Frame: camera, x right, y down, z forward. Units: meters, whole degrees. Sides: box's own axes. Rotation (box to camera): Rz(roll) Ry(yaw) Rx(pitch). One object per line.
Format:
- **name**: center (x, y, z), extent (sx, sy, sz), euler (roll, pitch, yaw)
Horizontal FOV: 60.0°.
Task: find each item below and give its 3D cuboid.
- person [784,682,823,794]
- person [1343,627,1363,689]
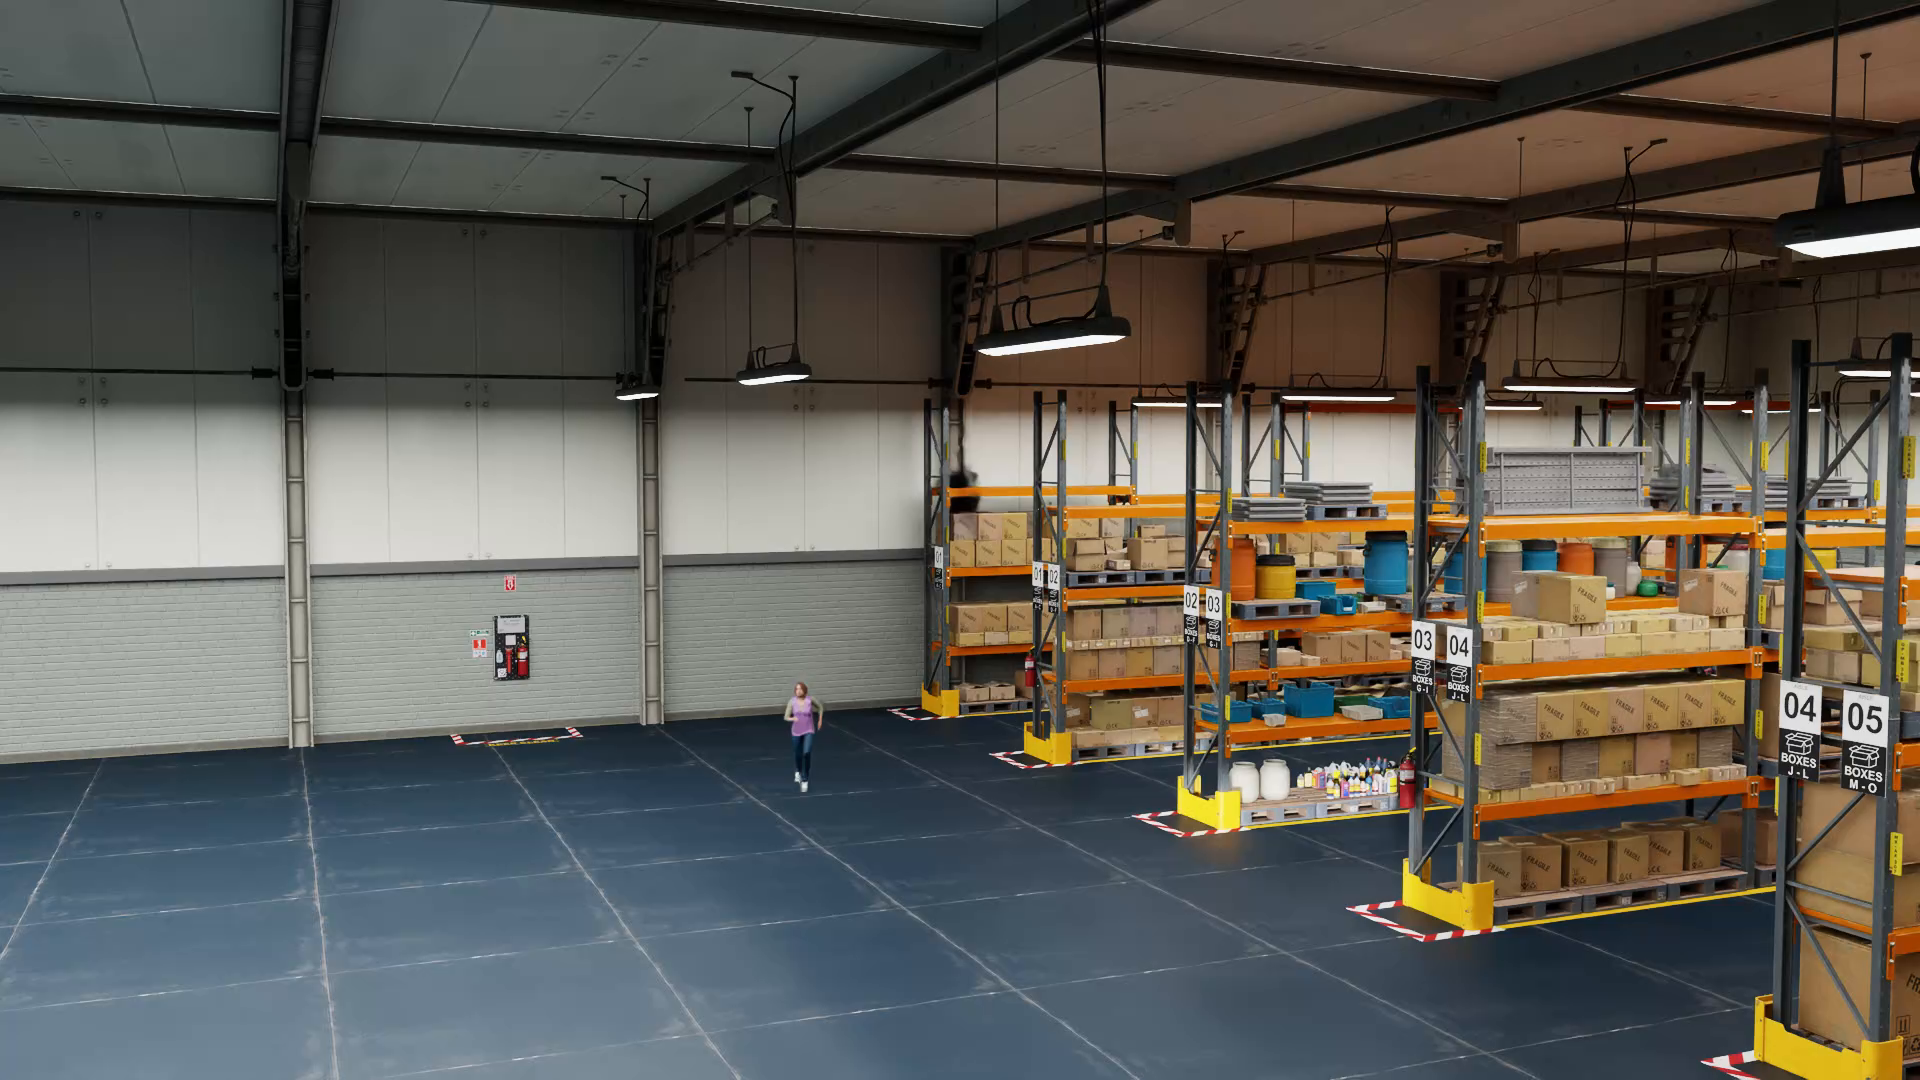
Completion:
- **person**: center (-2.329, 2.910, 24.748), extent (0.548, 1.631, 0.832), euler (0, 3, 3)
- **person**: center (7.338, 2.476, 31.219), extent (0.602, 1.682, 0.647), euler (-2, 4, -30)
